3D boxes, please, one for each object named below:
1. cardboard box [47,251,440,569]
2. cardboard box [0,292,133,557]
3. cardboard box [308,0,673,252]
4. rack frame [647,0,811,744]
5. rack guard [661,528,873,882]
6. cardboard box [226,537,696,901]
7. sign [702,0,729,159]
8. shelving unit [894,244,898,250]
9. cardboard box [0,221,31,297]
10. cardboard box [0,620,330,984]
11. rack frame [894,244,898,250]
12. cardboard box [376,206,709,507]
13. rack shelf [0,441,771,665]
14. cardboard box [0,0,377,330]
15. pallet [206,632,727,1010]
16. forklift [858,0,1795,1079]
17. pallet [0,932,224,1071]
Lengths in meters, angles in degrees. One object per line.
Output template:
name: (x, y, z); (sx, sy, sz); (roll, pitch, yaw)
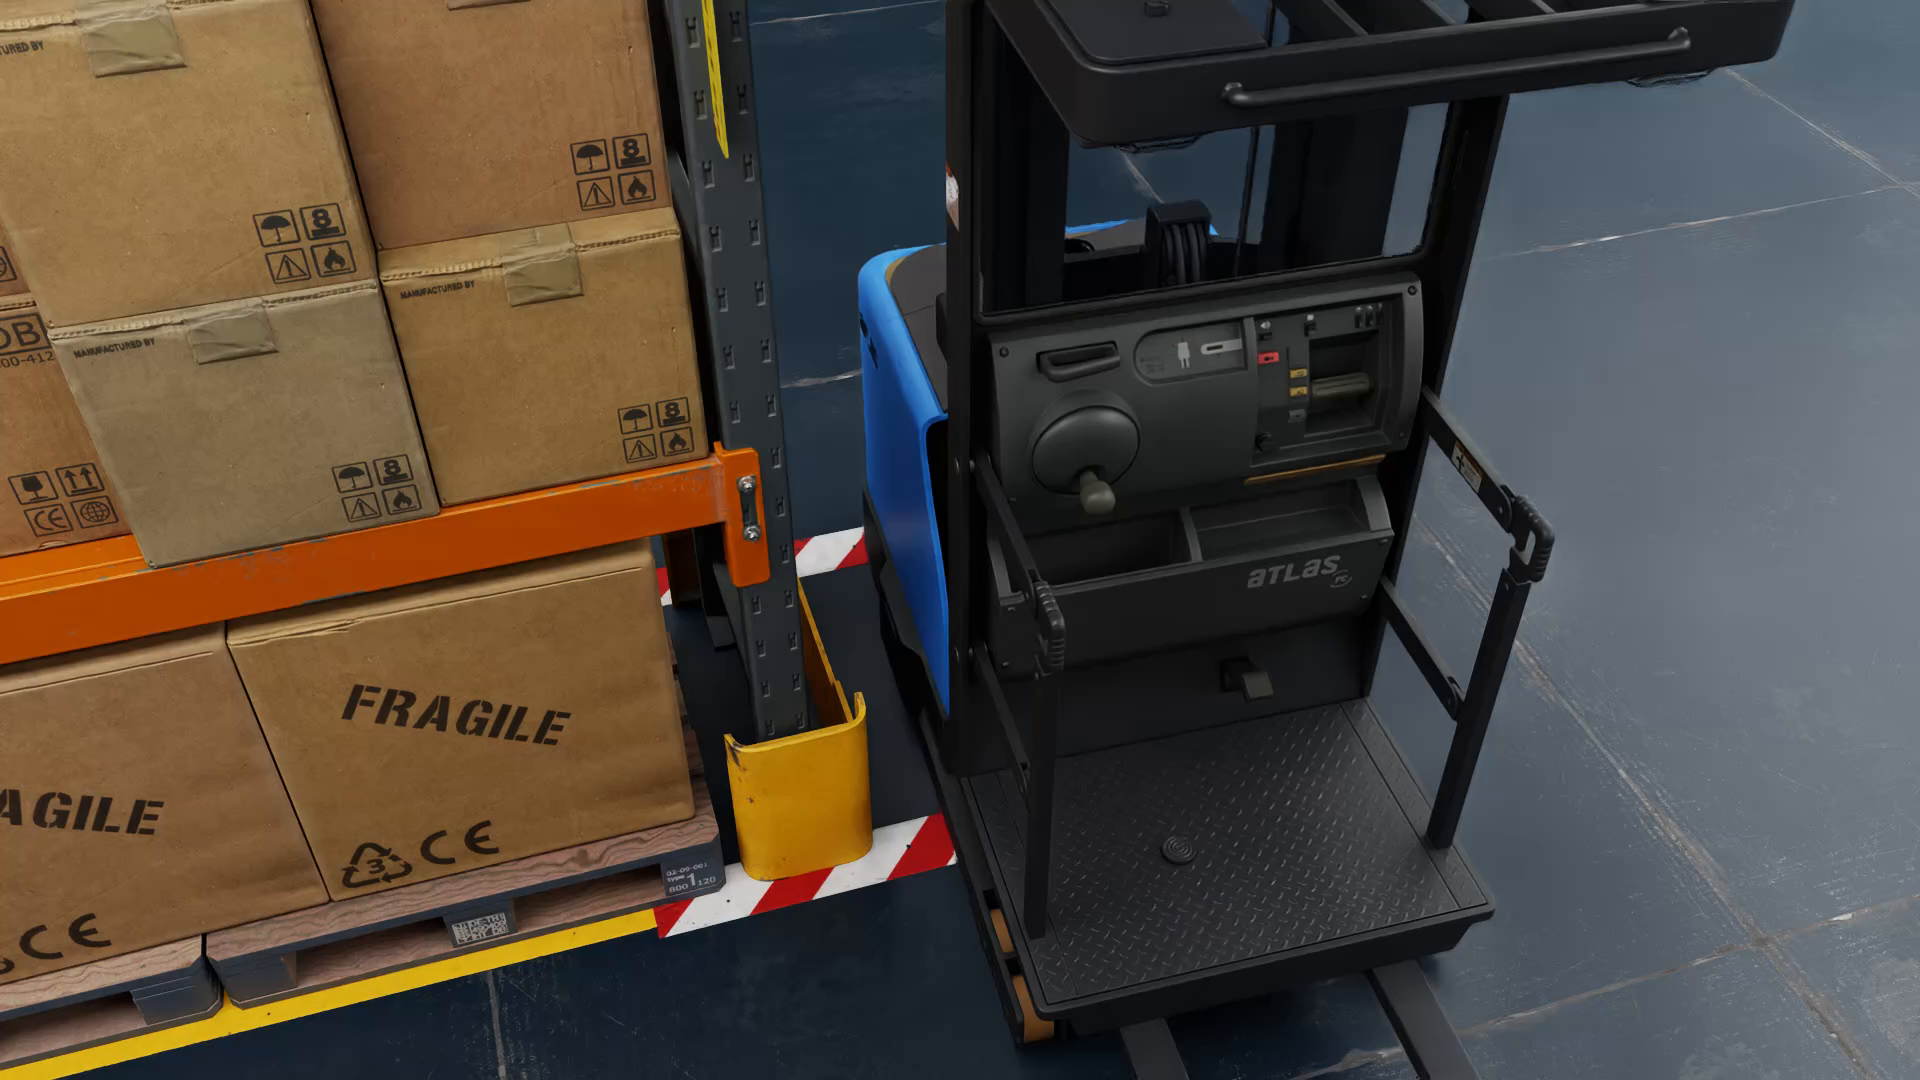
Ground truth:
cardboard box: (-1.432, -0.473, 3.398); (0.550, 0.550, 0.875); (-12, 42, -13)
cardboard box: (-2.004, -0.441, 3.361); (0.550, 0.550, 0.875); (-12, 42, -13)
cardboard box: (-0.939, -1.055, 3.243); (0.550, 0.550, 0.875); (-12, 42, -13)
rack frame: (-0.573, -0.641, 3.704); (0.127, 3.000, 1.000); (-12, 42, -13)
rack guard: (-0.551, 0.296, 4.532); (0.348, 0.500, 1.175); (-12, 42, -13)
cardboard box: (-1.200, 0.177, 4.064); (0.875, 0.875, 0.875); (-11, 42, -13)
sign: (-0.424, -0.823, 2.852); (0.005, 0.325, 0.100); (-12, 42, -13)
shelving unit: (-0.059, -0.470, 5.104); (0.210, 0.900, 0.258); (-11, 42, -12)
cardboard box: (-2.011, -0.863, 3.023); (0.550, 0.550, 0.875); (-12, 42, -13)
cardboard box: (-2.039, 0.352, 3.863); (0.875, 0.875, 0.875); (-12, 43, -14)
rack frame: (-0.157, -0.451, 5.083); (0.006, 0.900, 0.240); (-11, 42, -12)
cardboard box: (-0.914, -0.596, 3.538); (0.550, 0.550, 0.875); (-12, 42, -13)
rack shelf: (-2.481, 0.025, 3.488); (4.000, 0.370, 1.077); (-12, 42, -13)
cardboard box: (-1.436, -0.888, 3.052); (0.550, 0.550, 0.875); (-12, 42, -13)
pallet: (-1.313, 0.616, 4.384); (1.213, 0.211, 1.003); (-12, 42, -13)
forklift: (0.575, -0.216, 3.269); (1.130, 2.935, 3.031); (-10, 42, -11)
pallet: (-2.474, 0.855, 4.111); (1.213, 0.211, 1.003); (-12, 42, -13)
